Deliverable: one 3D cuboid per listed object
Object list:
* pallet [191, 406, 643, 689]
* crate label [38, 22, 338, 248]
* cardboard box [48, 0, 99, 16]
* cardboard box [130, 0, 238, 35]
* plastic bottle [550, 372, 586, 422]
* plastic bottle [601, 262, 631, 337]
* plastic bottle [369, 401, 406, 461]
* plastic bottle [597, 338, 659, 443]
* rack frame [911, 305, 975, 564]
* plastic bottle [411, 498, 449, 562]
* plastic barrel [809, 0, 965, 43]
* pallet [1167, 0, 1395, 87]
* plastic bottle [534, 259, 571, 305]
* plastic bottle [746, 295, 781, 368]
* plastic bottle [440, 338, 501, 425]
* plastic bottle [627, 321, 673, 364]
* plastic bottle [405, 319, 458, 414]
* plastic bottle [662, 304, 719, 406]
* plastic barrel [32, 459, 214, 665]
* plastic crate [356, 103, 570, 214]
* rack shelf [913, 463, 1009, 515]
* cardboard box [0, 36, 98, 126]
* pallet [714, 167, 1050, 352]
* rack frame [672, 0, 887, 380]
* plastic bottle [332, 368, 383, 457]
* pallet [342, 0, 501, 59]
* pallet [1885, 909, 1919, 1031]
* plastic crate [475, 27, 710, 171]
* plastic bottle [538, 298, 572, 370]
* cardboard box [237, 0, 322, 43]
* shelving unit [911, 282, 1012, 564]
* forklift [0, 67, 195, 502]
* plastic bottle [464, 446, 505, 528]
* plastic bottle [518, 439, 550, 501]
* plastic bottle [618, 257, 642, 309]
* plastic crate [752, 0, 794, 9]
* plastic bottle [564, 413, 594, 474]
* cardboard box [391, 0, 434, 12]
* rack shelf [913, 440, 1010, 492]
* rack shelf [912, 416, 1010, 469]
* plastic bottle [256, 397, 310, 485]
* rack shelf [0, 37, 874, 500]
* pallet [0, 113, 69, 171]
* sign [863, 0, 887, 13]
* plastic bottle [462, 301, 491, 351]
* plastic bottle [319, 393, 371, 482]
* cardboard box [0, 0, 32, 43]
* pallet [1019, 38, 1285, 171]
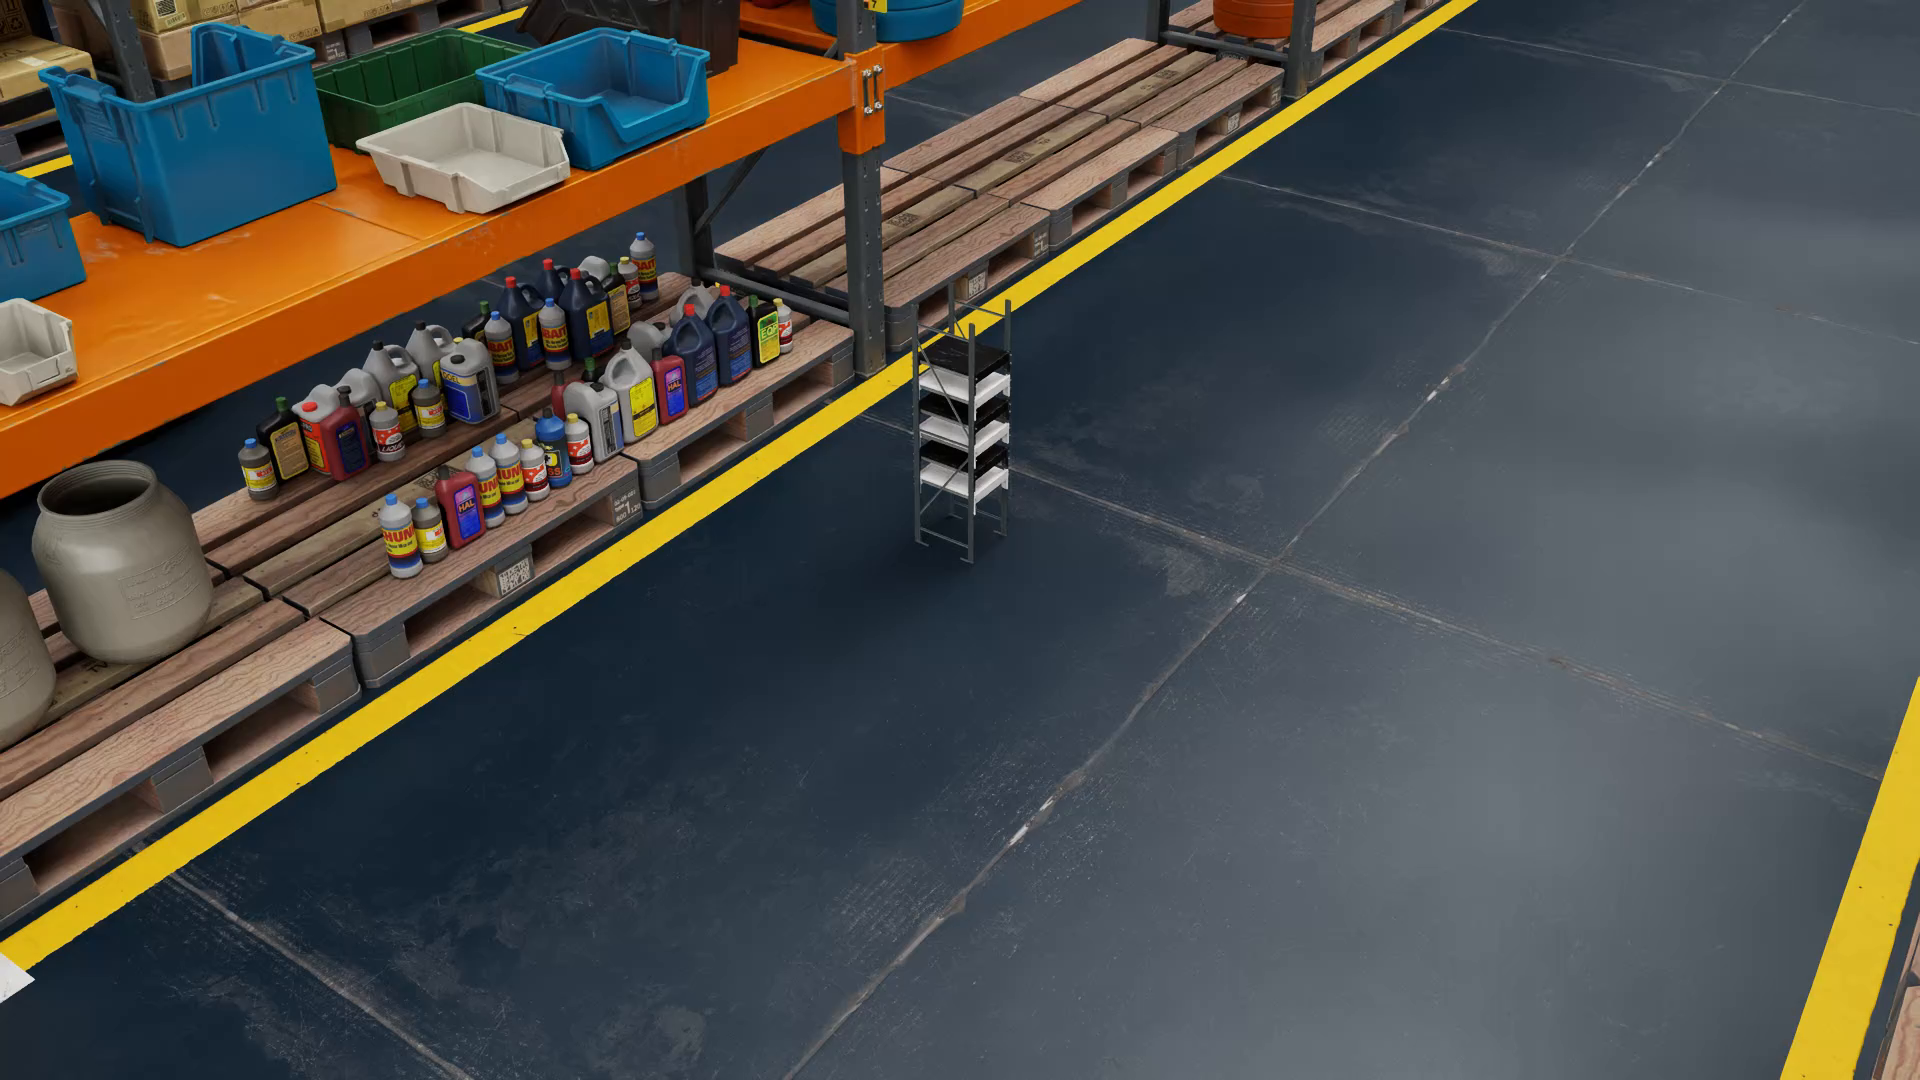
[{"bbox_3d":[-1.858,-0.060,5.651,1.003,0.211,1.213,21,39,28],"label":"pallet"},{"bbox_3d":[-2.199,-1.182,4.789,0.502,0.435,0.616,21,39,28],"label":"crate label"},{"bbox_3d":[-4.817,-3.204,9.389,0.500,0.311,0.500,21,39,28],"label":"cardboard box"},{"bbox_3d":[-4.372,-3.037,9.142,0.500,0.311,0.500,21,40,28],"label":"cardboard box"},{"bbox_3d":[-1.353,-0.467,5.795,0.061,0.283,0.133,21,39,28],"label":"plastic bottle"},{"bbox_3d":[-1.361,-0.934,6.486,0.061,0.283,0.133,21,39,28],"label":"plastic bottle"},{"bbox_3d":[-1.981,-0.382,5.743,0.097,0.201,0.097,0,34,0],"label":"plastic bottle"},{"bbox_3d":[-1.169,-0.535,5.835,0.144,0.351,0.185,21,39,28],"label":"plastic bottle"},{"bbox_3d":[-0.053,-0.330,5.434,0.240,0.900,0.006,21,39,28],"label":"rack frame"},{"bbox_3d":[-1.677,-0.040,5.236,0.097,0.201,0.097,0,34,0],"label":"plastic bottle"},{"bbox_3d":[-0.276,-2.364,6.120,0.600,0.901,0.708,21,39,28],"label":"plastic barrel"},{"bbox_3d":[1.951,-3.137,10.200,1.003,0.211,1.213,21,39,28],"label":"pallet"},{"bbox_3d":[-1.547,-0.921,6.406,0.144,0.351,0.185,22,40,29],"label":"plastic bottle"},{"bbox_3d":[-0.749,-0.805,6.295,0.061,0.283,0.133,23,41,30],"label":"plastic bottle"},{"bbox_3d":[-1.761,-0.572,5.957,0.152,0.276,0.135,21,39,28],"label":"plastic bottle"},{"bbox_3d":[-1.121,-0.688,6.128,0.152,0.276,0.135,21,39,28],"label":"plastic bottle"},{"bbox_3d":[-1.897,-0.639,5.988,0.144,0.351,0.185,21,39,28],"label":"plastic bottle"},{"bbox_3d":[-0.985,-0.683,6.055,0.144,0.351,0.185,19,39,26],"label":"plastic bottle"},{"bbox_3d":[-2.428,0.064,4.823,0.421,0.512,0.421,0,34,0],"label":"plastic barrel"},{"bbox_3d":[-1.463,-1.138,4.990,0.530,0.136,0.437,21,39,28],"label":"plastic crate"},{"bbox_3d":[0.005,-0.200,5.623,0.258,0.077,0.200,21,39,28],"label":"rack shelf"},{"bbox_3d":[-4.897,-2.411,8.717,0.500,0.250,0.500,21,39,28],"label":"cardboard box"},{"bbox_3d":[-0.330,-1.294,7.475,1.003,0.211,1.213,21,39,28],"label":"pallet"},{"bbox_3d":[-0.745,-2.075,6.141,1.000,3.000,0.127,21,39,28],"label":"rack frame"},{"bbox_3d":[-2.094,-0.445,5.768,0.152,0.276,0.135,20,39,27],"label":"plastic bottle"},{"bbox_3d":[-3.730,-3.419,10.617,1.003,0.211,1.213,21,39,28],"label":"pallet"},{"bbox_3d":[2.970,0.982,4.109,1.003,0.211,1.213,21,39,28],"label":"pallet"},{"bbox_3d":[-1.153,-1.417,5.301,0.499,0.251,0.616,21,39,28],"label":"plastic crate"},{"bbox_3d":[-1.530,-0.783,6.273,0.097,0.271,0.097,0,34,0],"label":"plastic bottle"},{"bbox_3d":[-4.087,-3.035,9.640,0.500,0.250,0.500,22,40,29],"label":"cardboard box"},{"bbox_3d":[0.005,-0.376,5.503,0.258,0.900,0.210,21,39,28],"label":"shelving unit"},{"bbox_3d":[-3.600,-1.687,5.629,1.130,2.935,3.031,17,38,23],"label":"forklift"},{"bbox_3d":[-1.541,-0.179,5.380,0.097,0.271,0.097,0,34,0],"label":"plastic bottle"},{"bbox_3d":[-1.427,-0.241,5.535,0.097,0.201,0.097,0,34,0],"label":"plastic bottle"},{"bbox_3d":[-1.345,-1.045,6.722,0.097,0.201,0.097,0,34,0],"label":"plastic bottle"},{"bbox_3d":[-0.721,-2.422,6.597,0.402,0.464,0.583,21,39,28],"label":"plastic crate"},{"bbox_3d":[-1.310,-0.336,5.675,0.097,0.201,0.097,0,34,0],"label":"plastic bottle"},{"bbox_3d":[-3.503,-3.508,10.340,0.500,0.250,0.500,22,40,29],"label":"cardboard box"},{"bbox_3d":[0.005,-0.274,5.573,0.258,0.077,0.200,21,39,28],"label":"rack shelf"},{"bbox_3d":[0.005,-0.349,5.522,0.258,0.077,0.200,21,39,28],"label":"rack shelf"},{"bbox_3d":[-2.288,-0.336,5.601,0.061,0.283,0.133,22,40,29],"label":"plastic bottle"},{"bbox_3d":[-1.886,-0.857,4.981,1.077,0.370,4.000,21,39,28],"label":"rack shelf"},{"bbox_3d":[-5.300,-2.151,8.743,1.003,0.211,1.213,21,39,28],"label":"pallet"},{"bbox_3d":[-0.300,-2.009,5.796,0.100,0.325,0.005,21,39,28],"label":"sign"},{"bbox_3d":[-1.783,-0.744,6.204,0.061,0.283,0.133,23,40,30],"label":"plastic bottle"},{"bbox_3d":[-2.085,-0.350,5.622,0.061,0.283,0.133,21,39,28],"label":"plastic bottle"},{"bbox_3d":[-5.334,-2.891,8.758,0.500,0.500,0.500,21,39,28],"label":"cardboard box"},{"bbox_3d":[1.062,-2.417,9.135,1.003,0.211,1.213,21,39,28],"label":"pallet"}]
